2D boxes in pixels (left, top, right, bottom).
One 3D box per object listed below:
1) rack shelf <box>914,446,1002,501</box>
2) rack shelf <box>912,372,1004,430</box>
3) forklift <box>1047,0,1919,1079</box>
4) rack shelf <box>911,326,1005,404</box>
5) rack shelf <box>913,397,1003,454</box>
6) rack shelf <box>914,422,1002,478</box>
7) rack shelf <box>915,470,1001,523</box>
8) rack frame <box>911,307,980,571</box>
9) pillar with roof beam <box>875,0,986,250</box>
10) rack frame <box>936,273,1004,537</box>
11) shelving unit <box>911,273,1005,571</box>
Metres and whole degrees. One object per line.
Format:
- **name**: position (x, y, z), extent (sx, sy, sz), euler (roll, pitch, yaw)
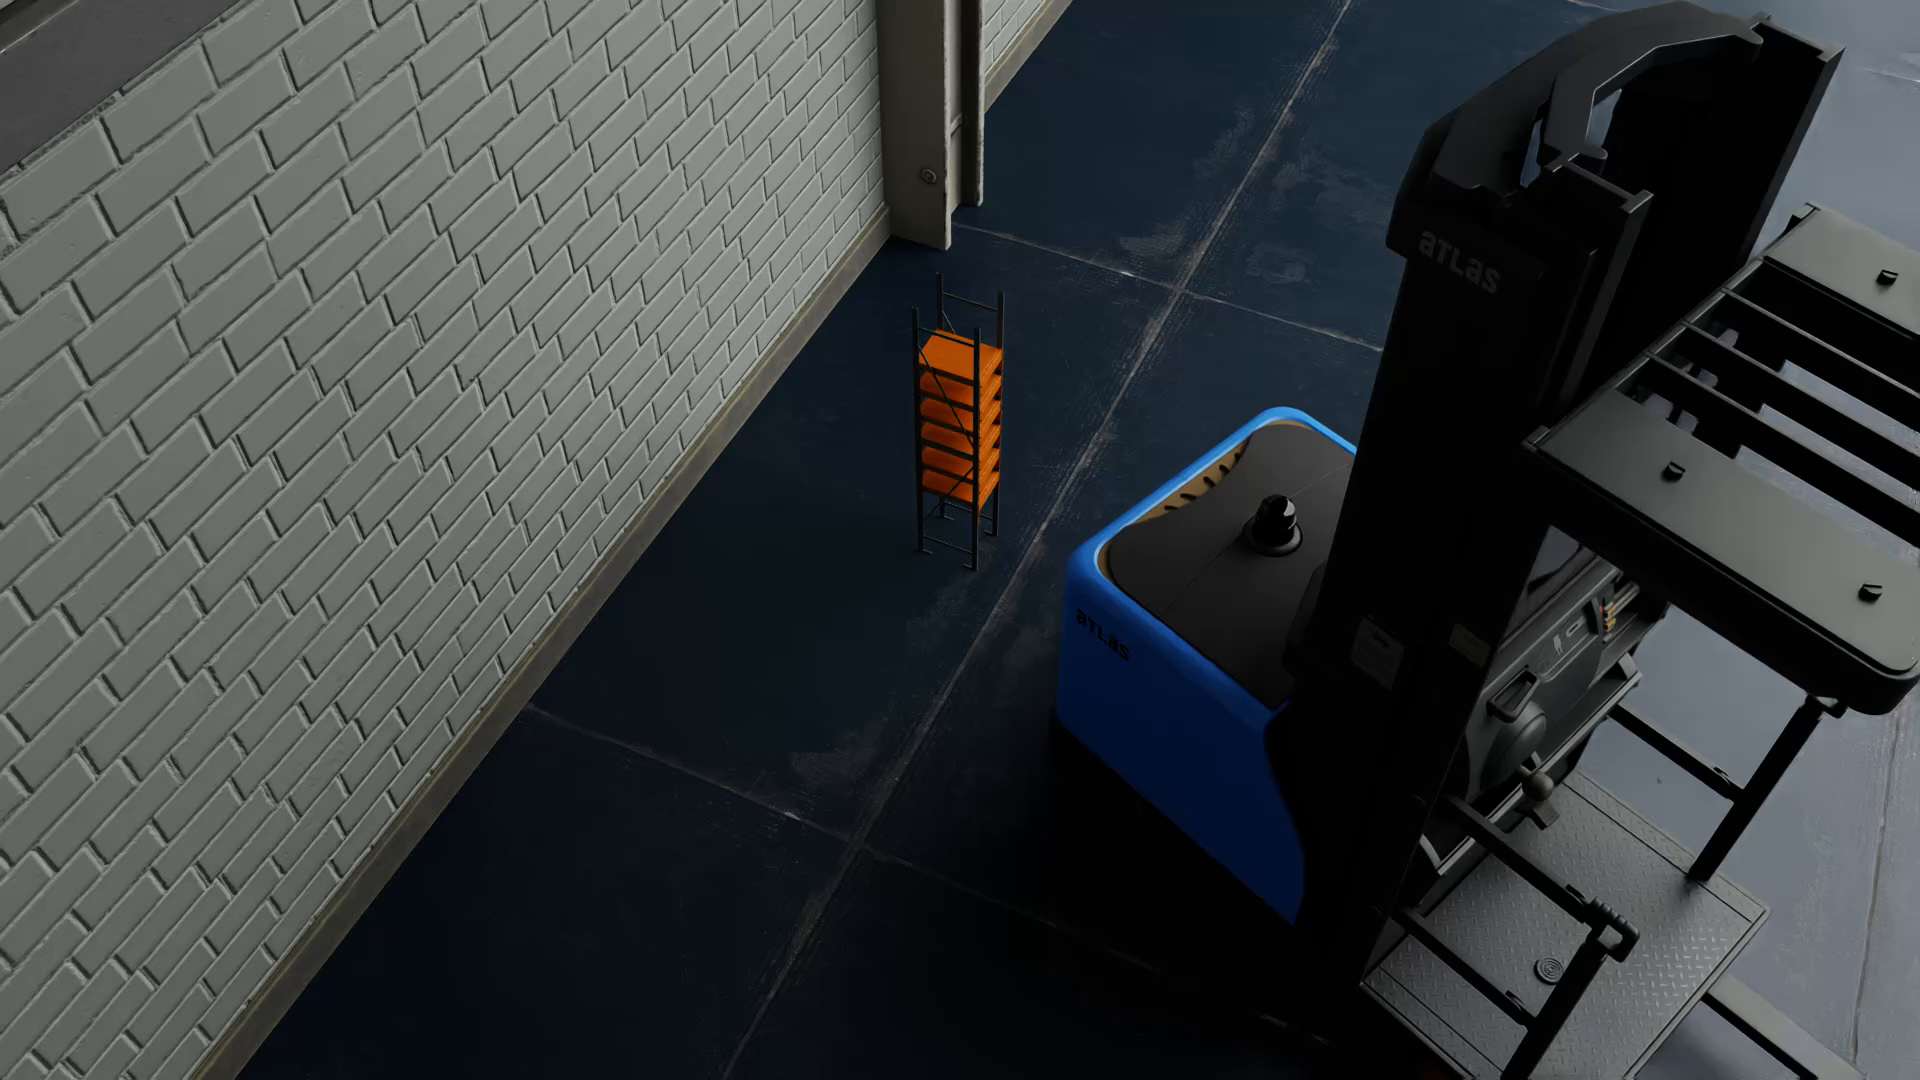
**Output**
- **rack shelf**: position (-0.006, -0.272, 5.910), extent (0.258, 0.103, 0.180), euler (20, 52, 16)
- **rack shelf**: position (-0.006, -0.506, 5.636), extent (0.258, 0.103, 0.180), euler (20, 52, 16)
- **forklift**: position (1.660, 0.376, 4.005), extent (1.130, 2.935, 3.031), euler (-35, 58, -26)
- **rack shelf**: position (-0.006, -0.583, 5.544), extent (0.258, 0.103, 0.180), euler (20, 52, 16)
- **rack shelf**: position (-0.006, -0.428, 5.727), extent (0.258, 0.103, 0.180), euler (20, 52, 16)
- **rack shelf**: position (-0.006, -0.350, 5.818), extent (0.258, 0.103, 0.180), euler (20, 52, 16)
- **rack shelf**: position (-0.006, -0.195, 6.001), extent (0.258, 0.103, 0.180), euler (20, 52, 16)
- **rack frame**: position (-0.045, -0.316, 5.731), extent (0.240, 1.200, 0.006), euler (20, 52, 16)
- **pillar with roof beam**: position (3.776, -2.978, 2.875), extent (9.100, 9.000, 0.400), euler (20, 52, 16)
- **rack frame**: position (0.033, -0.442, 5.838), extent (0.240, 1.200, 0.006), euler (20, 52, 16)
- **shelving unit**: position (-0.006, -0.379, 5.785), extent (0.258, 1.200, 0.189), euler (20, 52, 16)
